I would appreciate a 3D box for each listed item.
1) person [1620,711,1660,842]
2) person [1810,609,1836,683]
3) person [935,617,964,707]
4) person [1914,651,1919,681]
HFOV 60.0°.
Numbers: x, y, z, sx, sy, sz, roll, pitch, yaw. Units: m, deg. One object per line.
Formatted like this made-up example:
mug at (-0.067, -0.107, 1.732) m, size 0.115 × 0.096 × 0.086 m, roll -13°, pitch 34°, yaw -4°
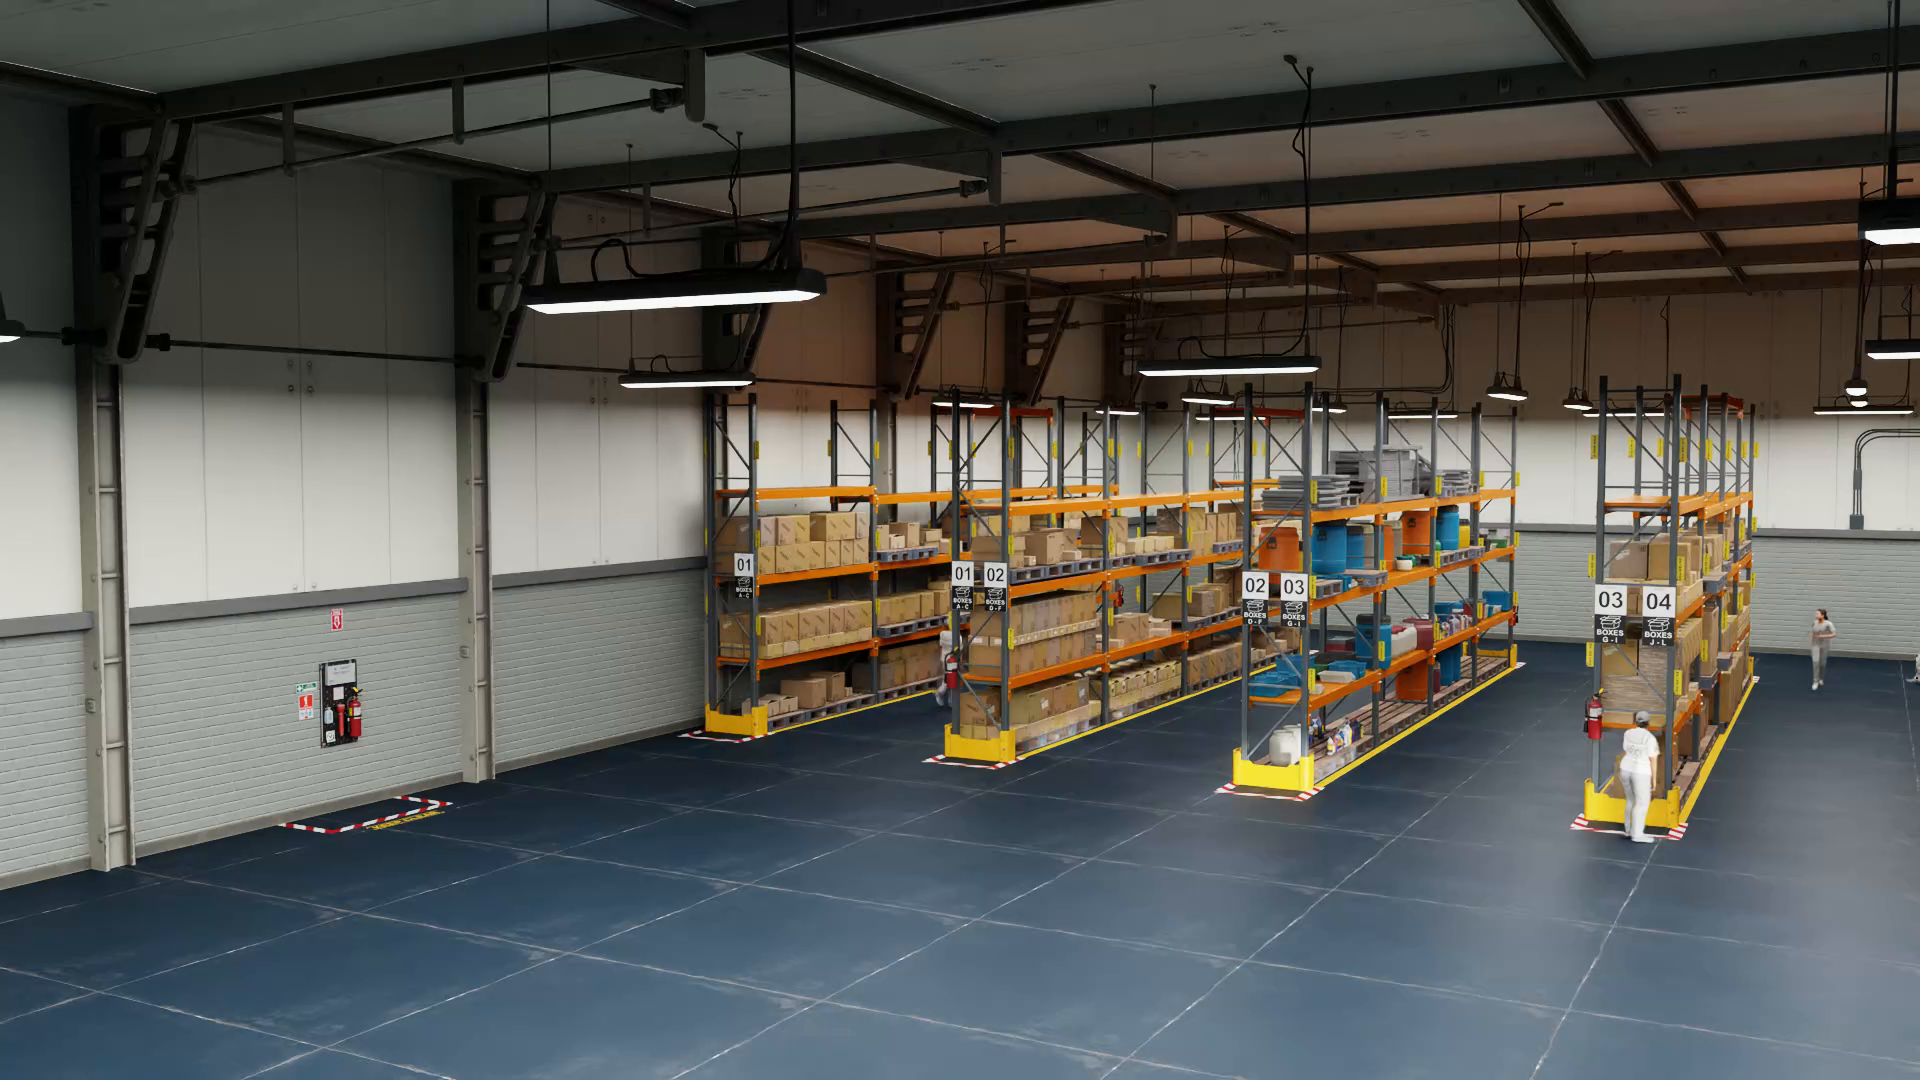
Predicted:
person at (8.707, 3.022, 21.268) m, size 0.434 × 1.684 × 0.497 m, roll -1°, pitch 3°, yaw -23°
person at (18.110, 2.212, 34.903) m, size 0.483 × 1.552 × 0.841 m, roll 2°, pitch 3°, yaw 26°
person at (-0.178, 2.359, 32.265) m, size 0.534 × 1.767 × 0.539 m, roll -2°, pitch 3°, yaw -28°
person at (20.719, 2.189, 35.275) m, size 0.799 × 1.688 × 0.621 m, roll 2°, pitch 3°, yaw 27°
